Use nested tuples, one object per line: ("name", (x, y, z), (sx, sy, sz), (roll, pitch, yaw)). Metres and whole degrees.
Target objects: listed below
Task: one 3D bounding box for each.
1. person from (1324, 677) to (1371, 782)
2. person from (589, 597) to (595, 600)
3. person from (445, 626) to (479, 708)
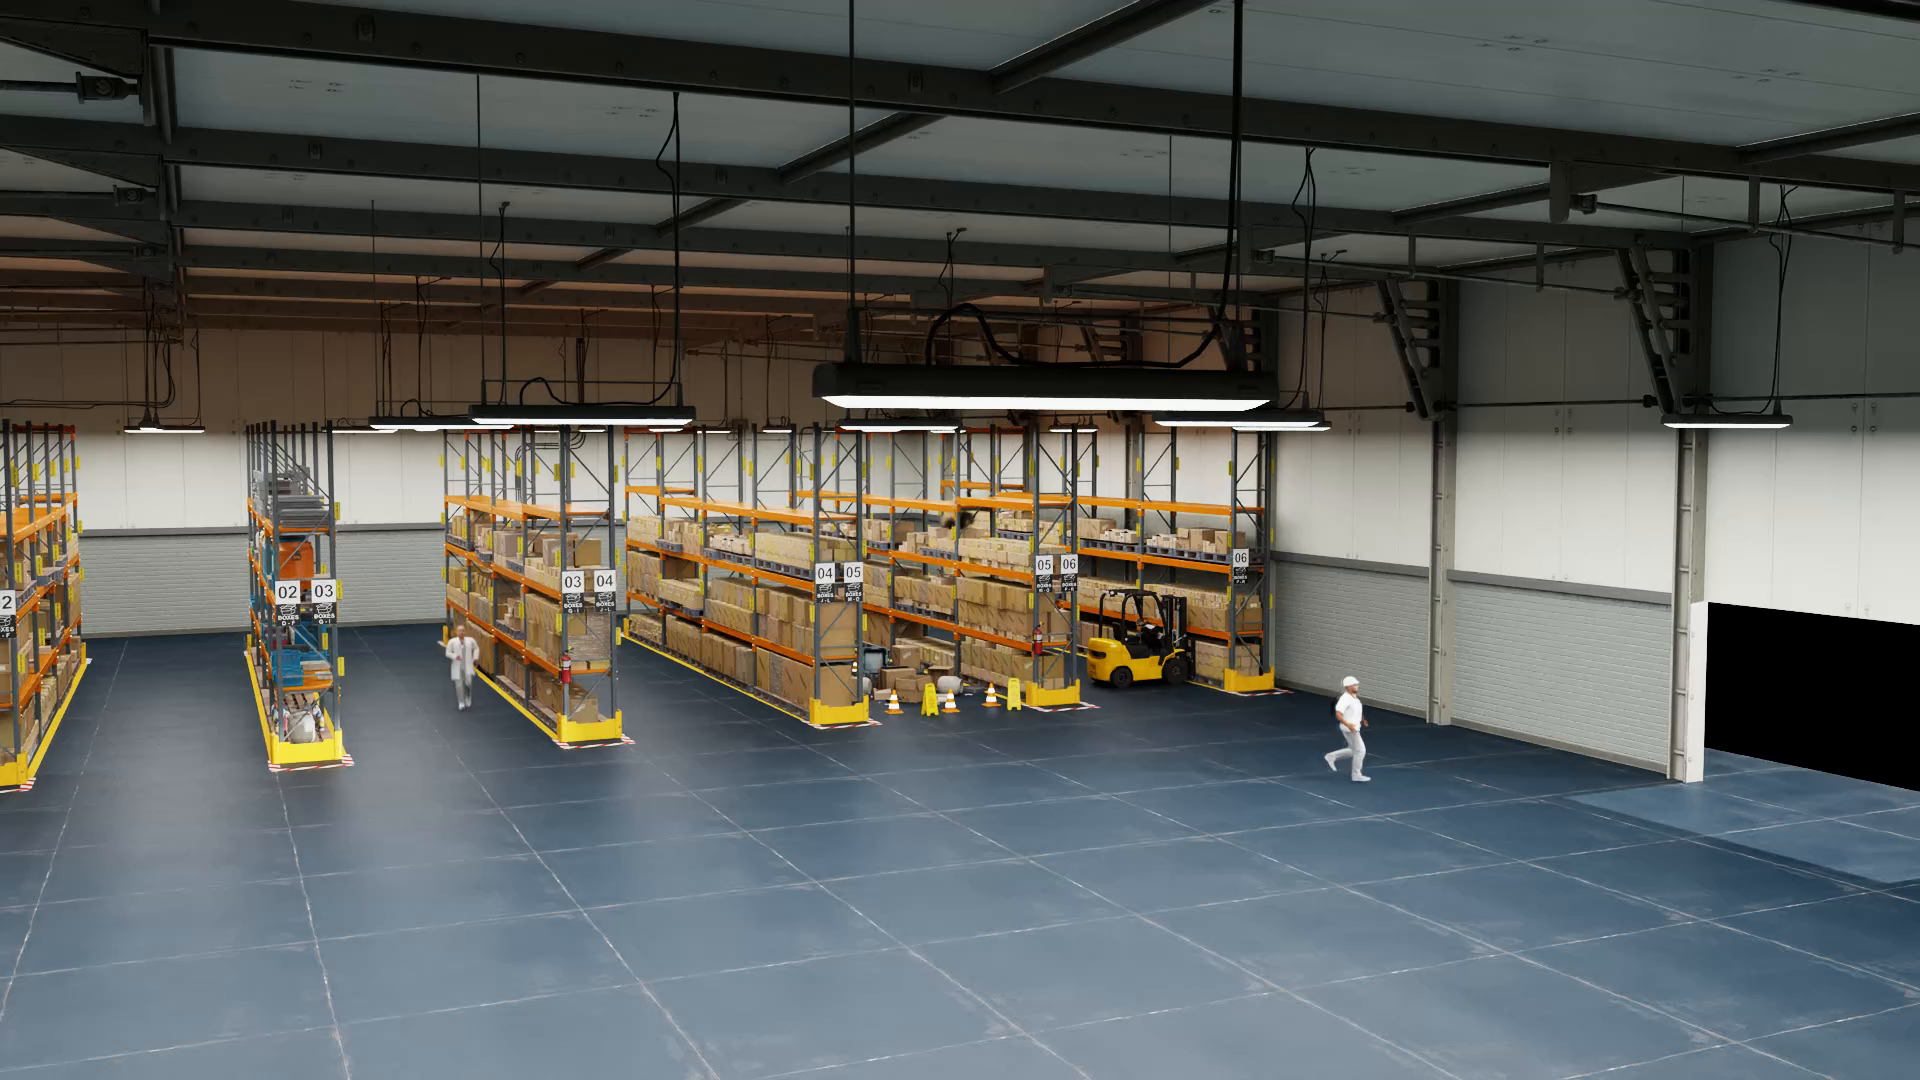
("person", (6.435, 3.128, 27.612), (0.795, 1.733, 0.739), (2, 4, 25))
("person", (-9.790, 2.036, 45.136), (0.666, 1.739, 0.626), (-2, 4, -24))
("person", (-10.400, 2.667, 34.795), (0.689, 1.743, 0.681), (-1, 4, -19))
